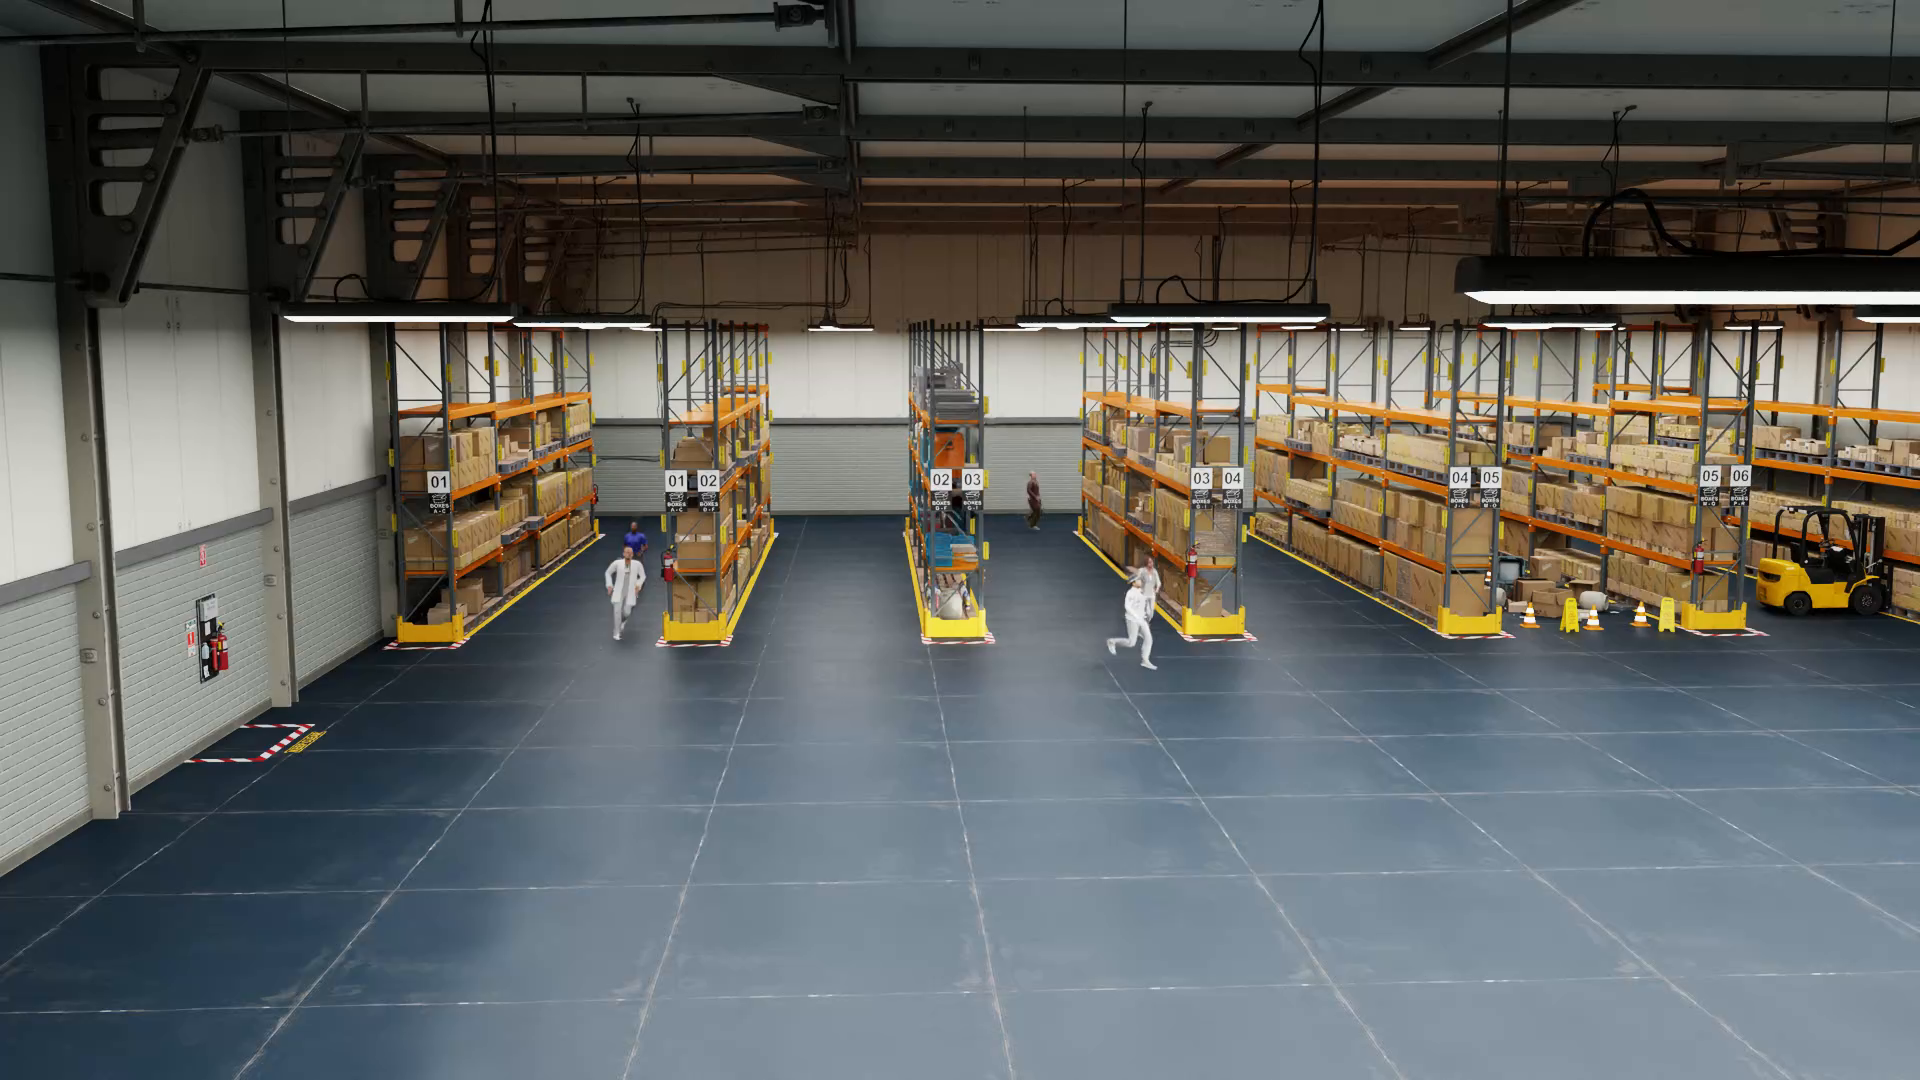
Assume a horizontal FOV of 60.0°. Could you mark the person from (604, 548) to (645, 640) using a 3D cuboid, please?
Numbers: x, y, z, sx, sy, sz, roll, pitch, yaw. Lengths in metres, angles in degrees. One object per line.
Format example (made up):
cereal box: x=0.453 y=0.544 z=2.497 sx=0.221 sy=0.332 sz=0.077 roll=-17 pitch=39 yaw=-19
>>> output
person: x=-6.348 y=1.000 z=31.542 sx=0.762 sy=1.731 sz=0.617 roll=-2 pitch=7 yaw=-15

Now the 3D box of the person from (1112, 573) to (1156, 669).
person: x=3.032 y=1.387 z=28.695 sx=0.774 sy=1.660 sz=0.616 roll=4 pitch=8 yaw=29

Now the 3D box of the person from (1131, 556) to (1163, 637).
person: x=3.541 y=1.078 z=31.271 sx=0.586 sy=1.557 sz=0.541 roll=-3 pitch=8 yaw=-20

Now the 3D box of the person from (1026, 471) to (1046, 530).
person: x=2.222 y=-1.169 z=48.880 sx=0.571 sy=1.741 sz=0.717 roll=2 pitch=7 yaw=13

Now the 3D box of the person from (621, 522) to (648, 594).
person: x=-7.186 y=0.403 z=36.660 sx=0.573 sy=1.604 sz=0.563 roll=0 pitch=7 yaw=0
